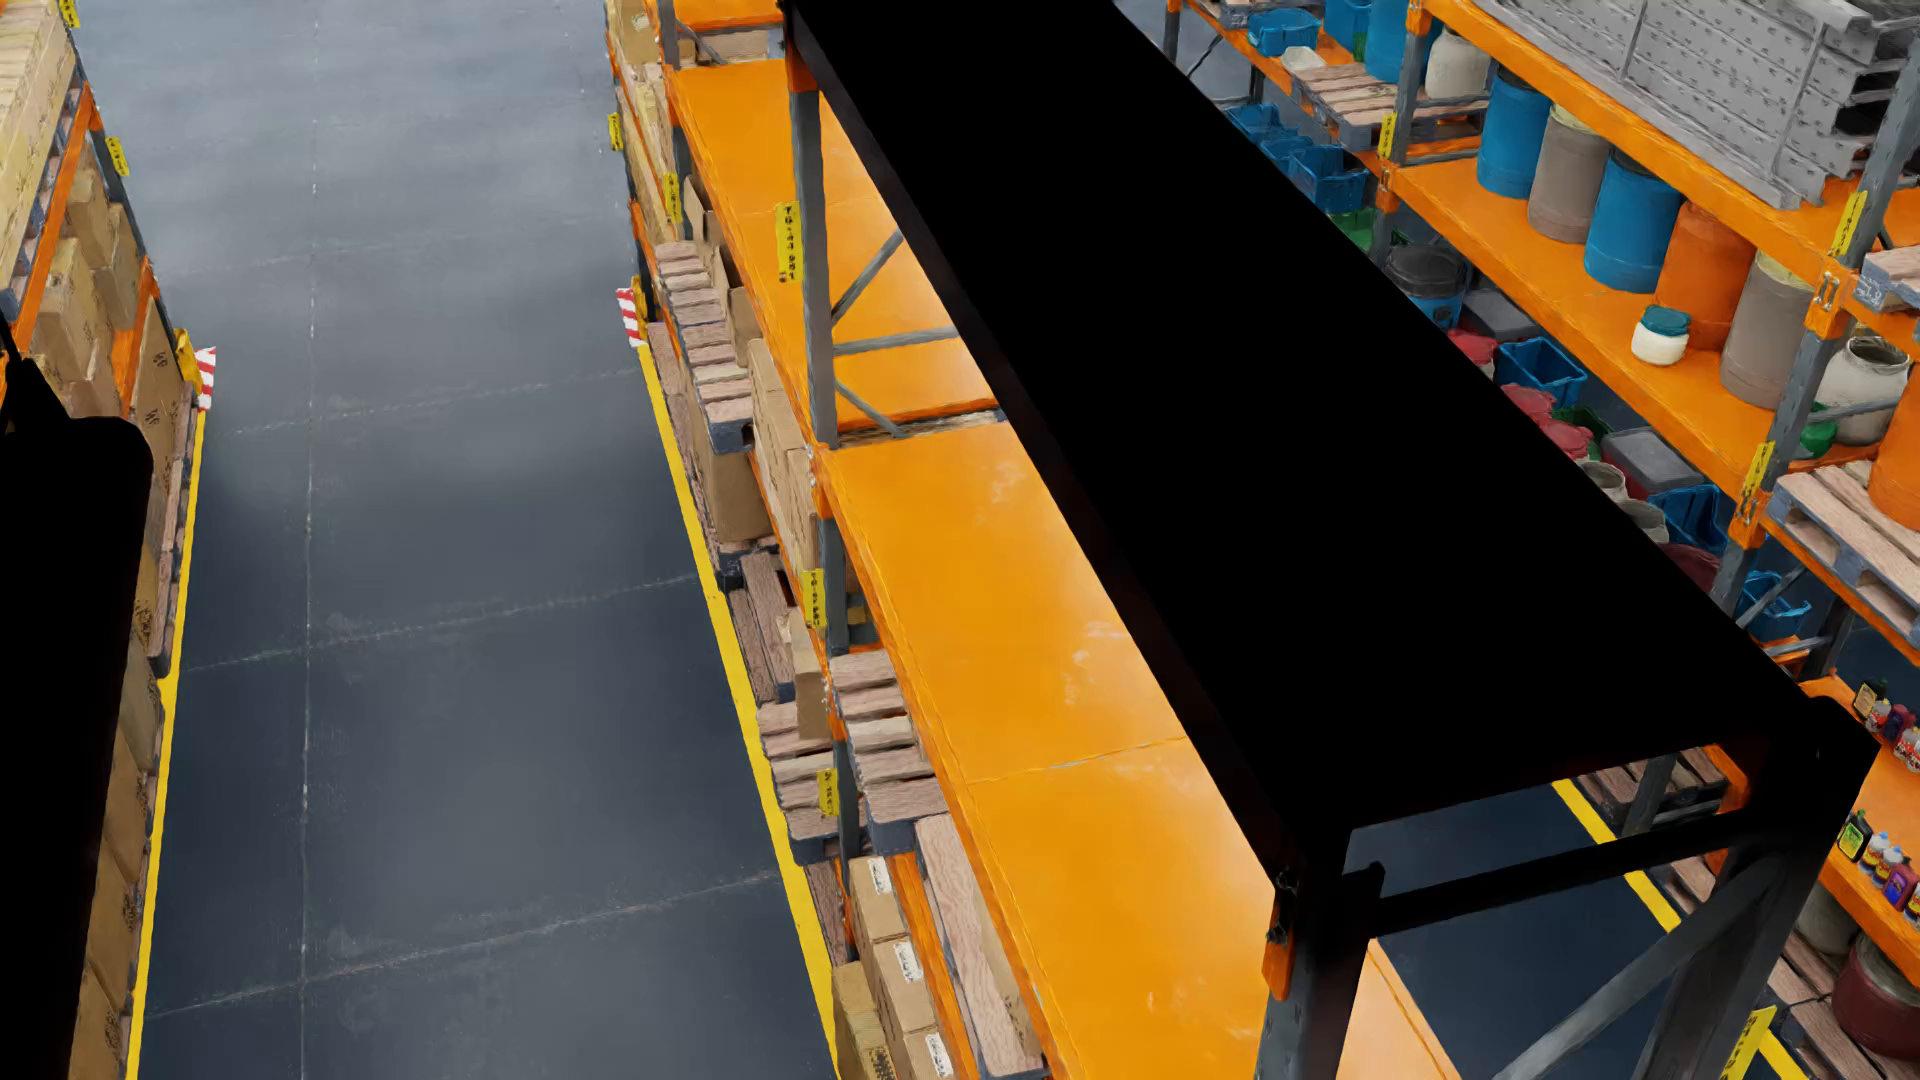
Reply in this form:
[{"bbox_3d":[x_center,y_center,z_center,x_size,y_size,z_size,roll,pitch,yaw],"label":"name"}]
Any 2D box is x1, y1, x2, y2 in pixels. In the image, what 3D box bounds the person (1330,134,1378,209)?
[{"bbox_3d":[3.812,-3.651,16.121,0.671,1.650,0.769,-6,39,-7],"label":"person"}]
